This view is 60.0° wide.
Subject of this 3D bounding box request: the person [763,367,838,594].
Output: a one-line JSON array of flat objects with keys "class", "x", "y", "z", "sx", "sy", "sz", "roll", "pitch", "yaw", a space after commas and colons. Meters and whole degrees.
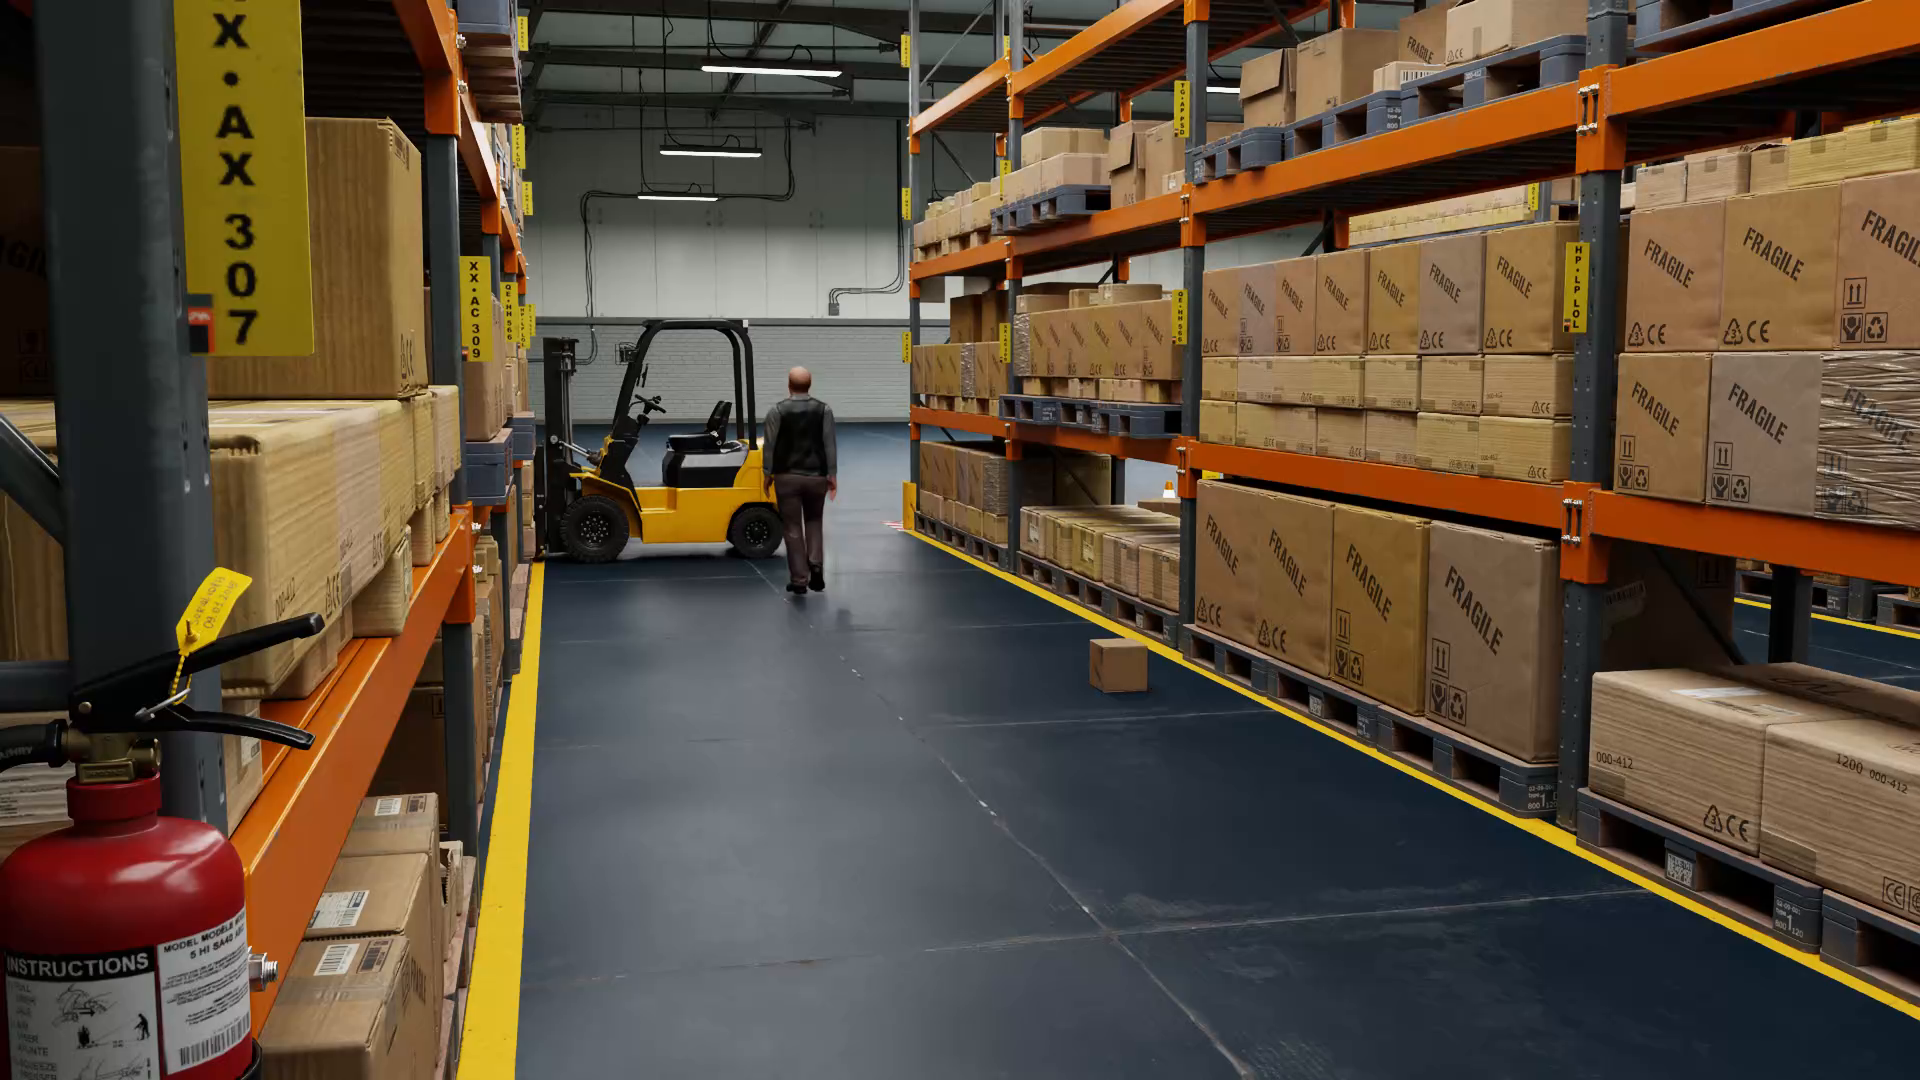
[{"class": "person", "x": -1.237, "y": -0.448, "z": 12.695, "sx": 0.556, "sy": 1.741, "sz": 0.498, "roll": -2, "pitch": 6, "yaw": -19}]
